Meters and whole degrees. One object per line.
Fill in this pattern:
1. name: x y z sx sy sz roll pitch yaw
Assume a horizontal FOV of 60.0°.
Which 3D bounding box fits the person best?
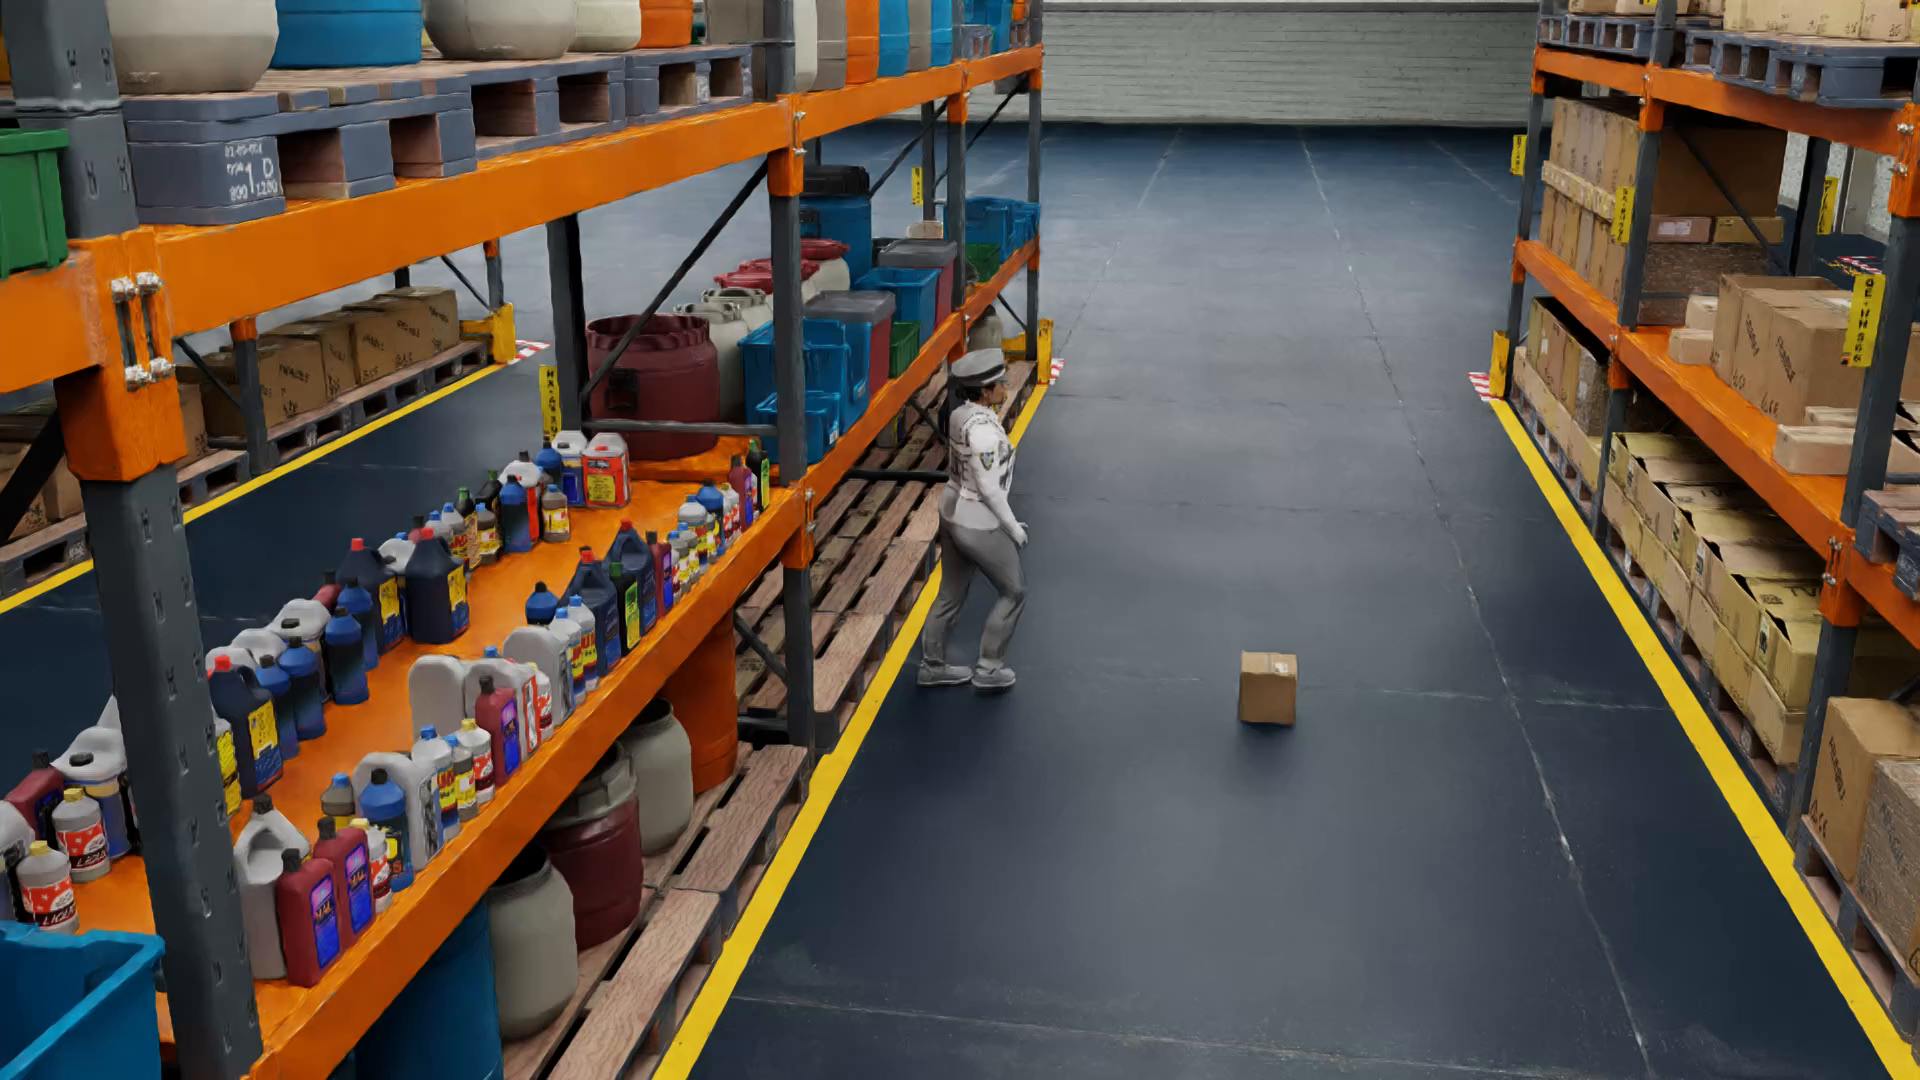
1. person: 0.060 -0.075 7.772 0.494 1.659 0.489 -5 19 -16
